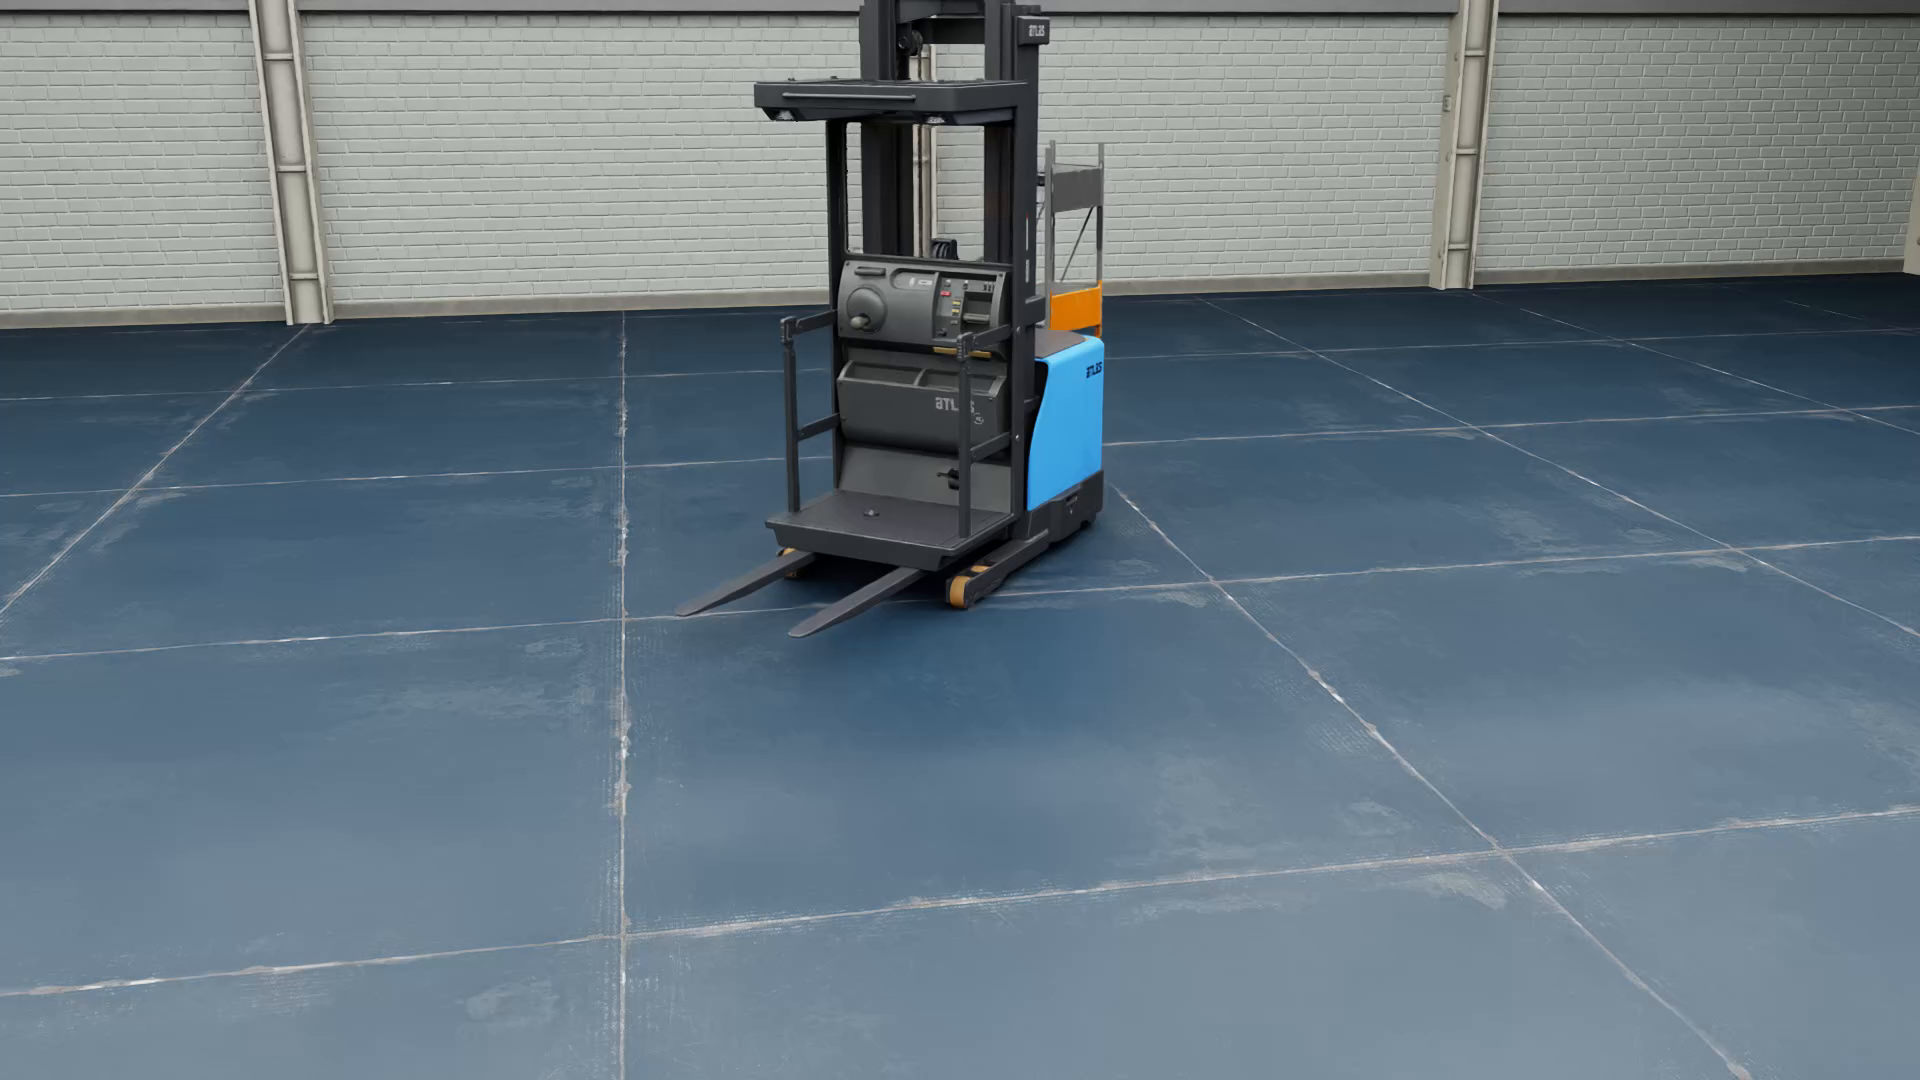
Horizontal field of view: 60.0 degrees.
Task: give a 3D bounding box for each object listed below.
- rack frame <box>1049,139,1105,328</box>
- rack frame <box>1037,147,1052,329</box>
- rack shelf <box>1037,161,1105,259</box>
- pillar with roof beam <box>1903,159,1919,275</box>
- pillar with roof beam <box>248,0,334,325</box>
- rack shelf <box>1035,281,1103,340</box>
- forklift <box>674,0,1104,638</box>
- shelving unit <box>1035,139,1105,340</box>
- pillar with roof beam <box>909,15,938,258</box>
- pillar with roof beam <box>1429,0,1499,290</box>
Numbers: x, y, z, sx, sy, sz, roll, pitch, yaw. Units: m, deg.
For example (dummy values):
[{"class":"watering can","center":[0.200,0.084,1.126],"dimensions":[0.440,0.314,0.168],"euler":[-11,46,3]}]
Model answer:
[{"class":"rack frame","center":[0.697,-1.348,10.098],"dimensions":[0.400,2.100,0.015],"euler":[15,23,40]},{"class":"rack frame","center":[0.370,-1.235,9.754],"dimensions":[0.400,2.100,0.015],"euler":[15,23,40]},{"class":"rack shelf","center":[0.527,-1.945,9.718],"dimensions":[0.431,0.518,0.480],"euler":[15,23,40]},{"class":"pillar with roof beam","center":[12.144,-6.197,14.163],"dimensions":[0.400,9.000,9.100],"euler":[-3,17,-10]},{"class":"pillar with roof beam","center":[-5.529,-5.195,10.899],"dimensions":[0.400,9.000,9.100],"euler":[-3,17,-10]},{"class":"rack shelf","center":[0.534,-1.278,9.930],"dimensions":[0.431,0.518,0.480],"euler":[15,23,40]},{"class":"forklift","center":[-0.296,-1.208,8.253],"dimensions":[1.130,2.935,3.031],"euler":[9,19,26]},{"class":"shelving unit","center":[0.534,-1.291,9.926],"dimensions":[0.431,2.100,0.503],"euler":[15,23,40]},{"class":"pillar with roof beam","center":[0.362,-5.529,11.987],"dimensions":[0.400,9.000,9.100],"euler":[-3,17,-10]},{"class":"pillar with roof beam","center":[6.253,-5.863,13.075],"dimensions":[0.400,9.000,9.100],"euler":[-3,17,-10]}]
